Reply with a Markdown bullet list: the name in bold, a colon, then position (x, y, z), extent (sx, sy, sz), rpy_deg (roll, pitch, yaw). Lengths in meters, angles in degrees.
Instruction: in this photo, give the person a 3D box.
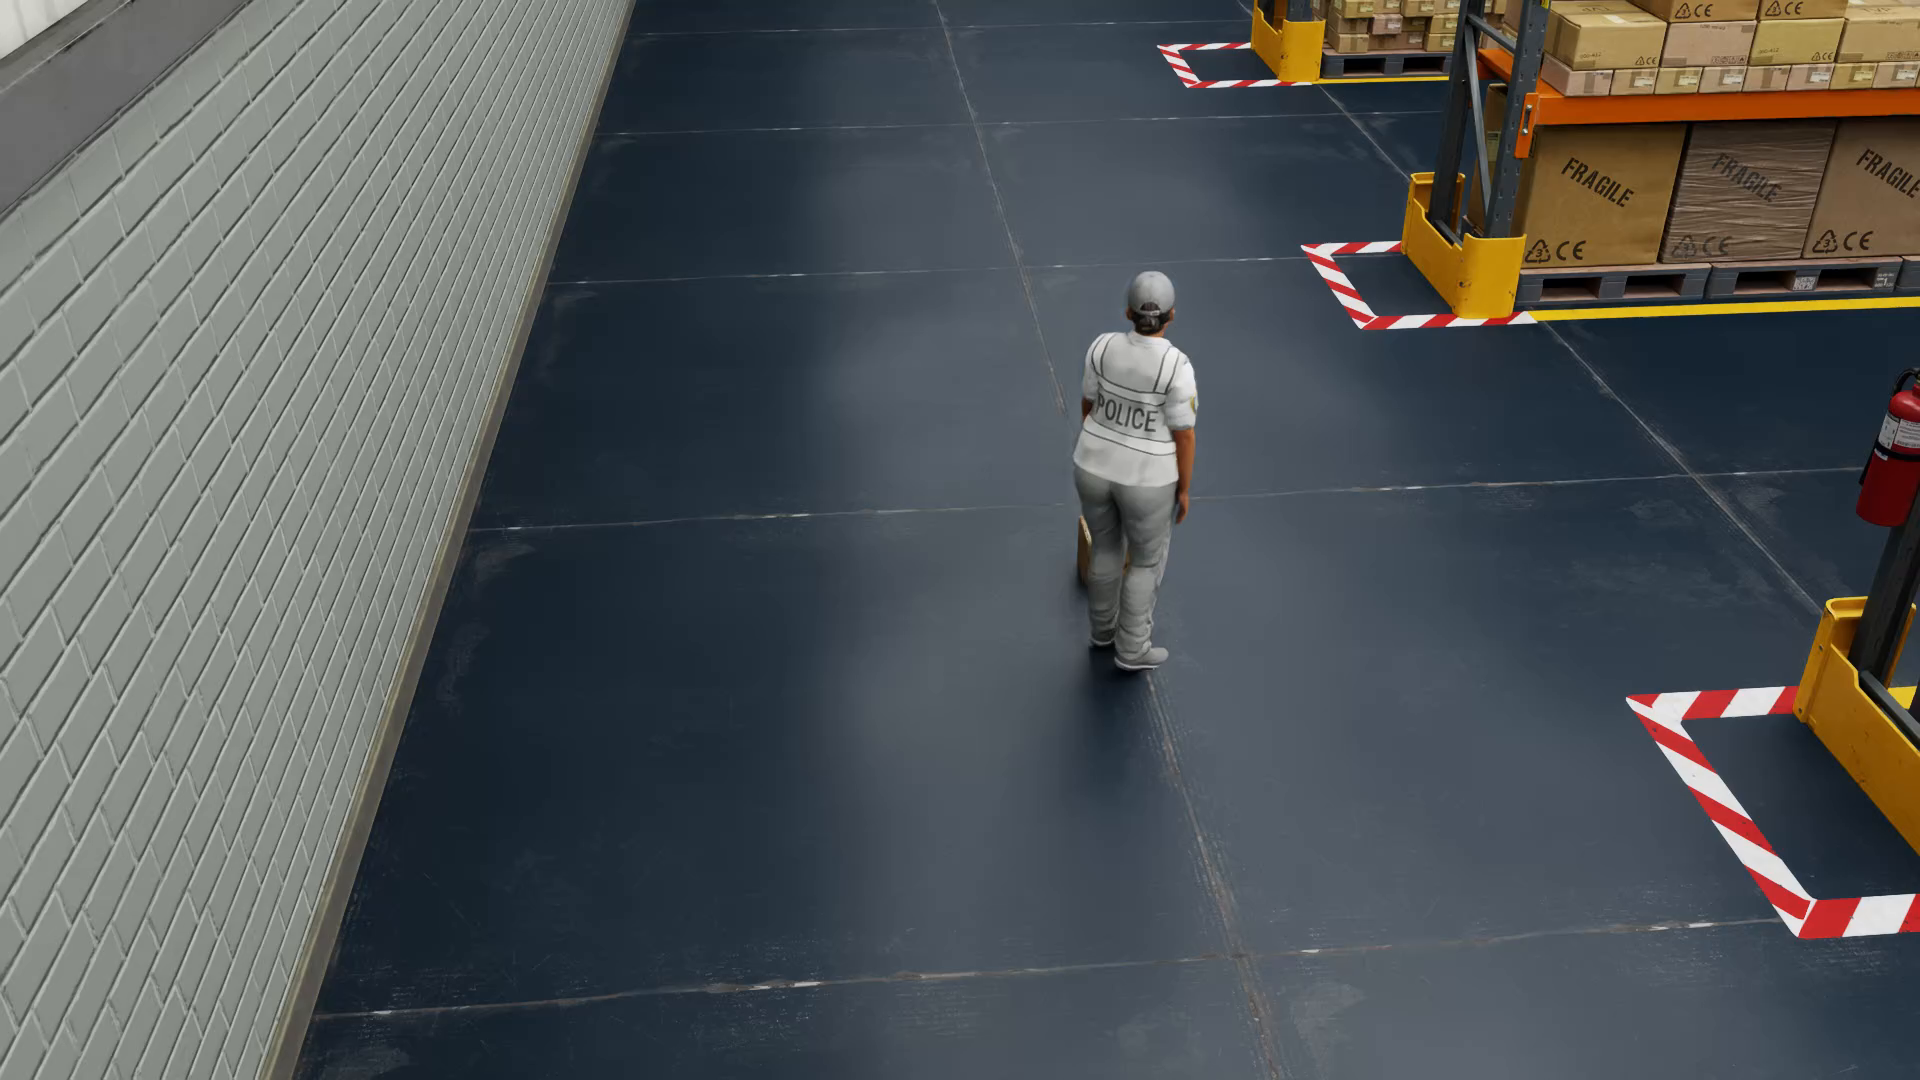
- **person**: position (0.685, -0.236, 6.530), extent (0.491, 1.715, 0.427), rpy_deg (20, 36, 29)
